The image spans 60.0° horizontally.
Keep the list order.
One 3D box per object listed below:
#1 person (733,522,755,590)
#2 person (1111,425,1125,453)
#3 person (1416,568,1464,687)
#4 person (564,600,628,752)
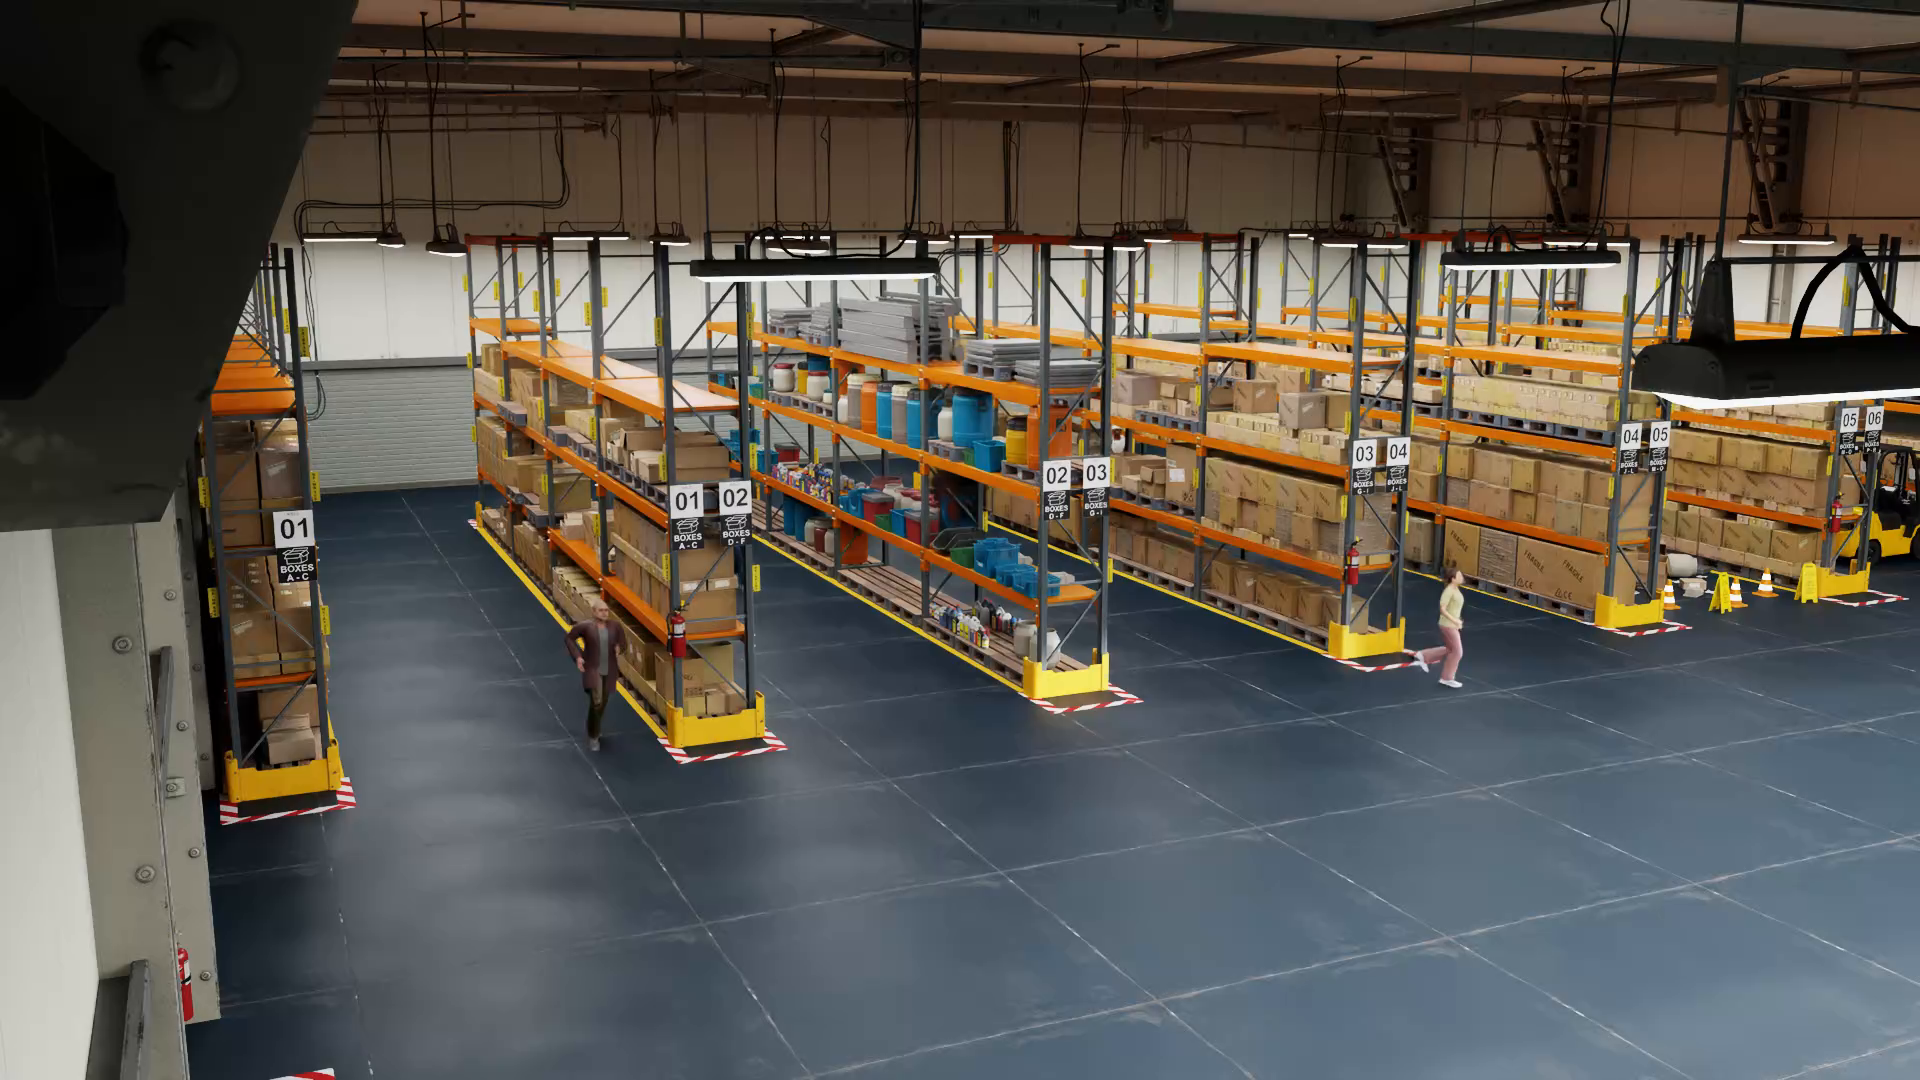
[{"bbox_3d":[-3.787,0.057,28.563,0.534,1.575,0.889,-8,14,-36],"label":"person"},{"bbox_3d":[3.507,-1.733,37.551,0.643,1.830,1.006,-5,12,-23],"label":"person"},{"bbox_3d":[6.613,1.173,22.834,0.639,1.656,0.595,5,12,23],"label":"person"},{"bbox_3d":[-4.366,1.636,20.178,0.706,1.836,0.808,-7,13,-32],"label":"person"}]
